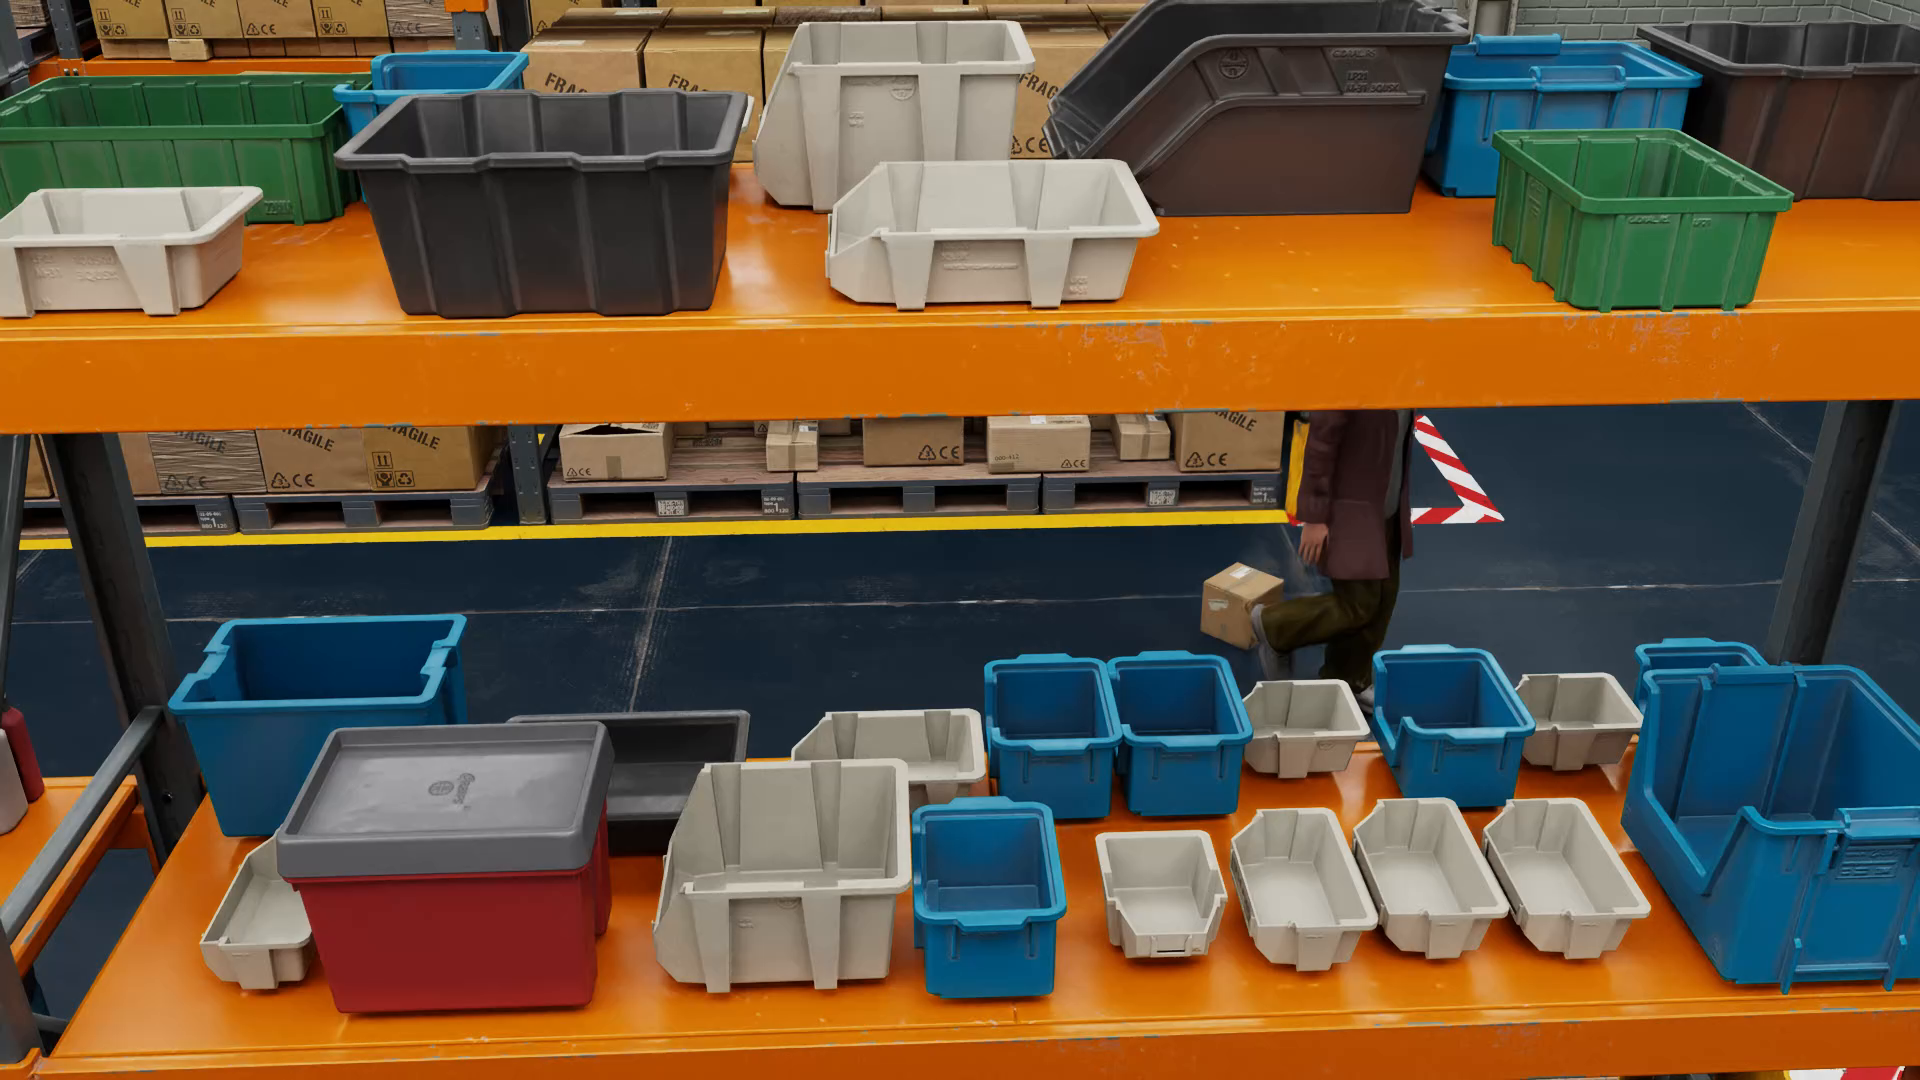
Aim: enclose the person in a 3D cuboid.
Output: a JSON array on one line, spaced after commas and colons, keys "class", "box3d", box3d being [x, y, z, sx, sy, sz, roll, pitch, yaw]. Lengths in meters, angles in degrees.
[{"class": "person", "box3d": [1.501, -0.137, 6.337, 0.573, 1.766, 0.599, 23, 35, 37]}]
